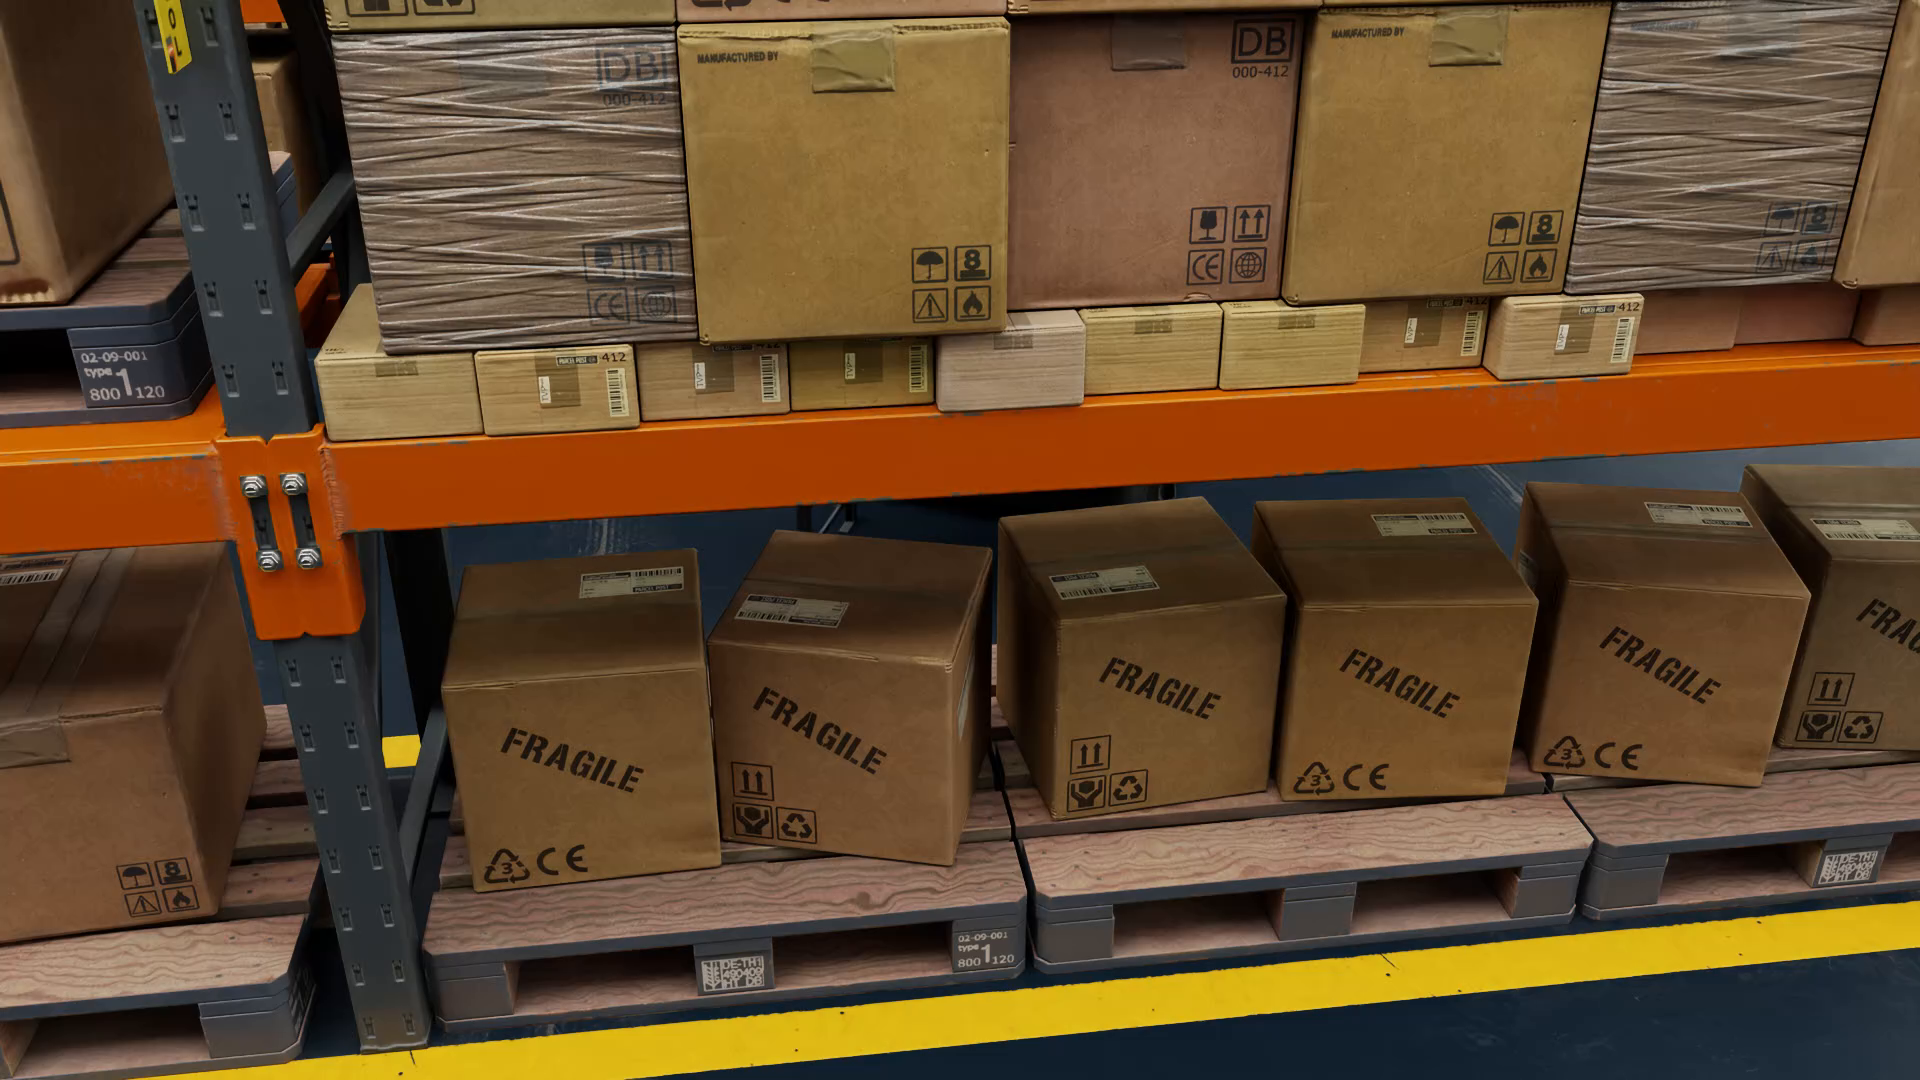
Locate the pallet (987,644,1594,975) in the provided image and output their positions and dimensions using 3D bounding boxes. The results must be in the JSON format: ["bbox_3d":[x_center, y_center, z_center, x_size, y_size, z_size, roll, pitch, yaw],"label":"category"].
[{"bbox_3d":[0.686,0.553,3.941,1.213,0.211,1.003,-4,27,-7],"label":"pallet"}]

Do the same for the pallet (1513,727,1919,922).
[{"bbox_3d":[1.891,0.477,4.090,1.213,0.211,1.003,-4,27,-7],"label":"pallet"}]

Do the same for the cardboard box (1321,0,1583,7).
[{"bbox_3d":[0.779,-1.186,2.745,0.500,0.500,0.500,-4,27,-7],"label":"cardboard box"}]

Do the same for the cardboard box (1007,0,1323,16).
[{"bbox_3d":[0.286,-1.149,2.674,0.500,0.500,0.500,-4,27,-7],"label":"cardboard box"}]

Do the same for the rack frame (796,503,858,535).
[{"bbox_3d":[-0.403,-0.624,4.824,0.032,1.500,0.500,6,28,12],"label":"rack frame"}]

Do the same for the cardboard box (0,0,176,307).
[{"bbox_3d":[-1.991,-1.016,2.828,1.000,1.000,1.000,-3,27,-7],"label":"cardboard box"}]

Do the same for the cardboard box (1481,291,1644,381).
[{"bbox_3d":[1.052,-0.438,3.094,0.250,0.149,0.380,-4,27,-7],"label":"cardboard box"}]

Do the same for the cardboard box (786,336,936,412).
[{"bbox_3d":[-0.191,-0.375,2.969,0.250,0.149,0.380,-4,27,-7],"label":"cardboard box"}]

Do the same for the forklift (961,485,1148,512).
[{"bbox_3d":[0.574,-2.017,5.970,1.130,2.935,3.031,10,29,19],"label":"forklift"}]

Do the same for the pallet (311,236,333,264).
[{"bbox_3d":[-2.530,-1.475,7.893,1.213,0.211,1.003,-4,27,-7],"label":"pallet"}]

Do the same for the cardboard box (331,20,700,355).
[{"bbox_3d":[-0.731,-0.727,2.947,0.500,0.500,0.875,-4,27,-7],"label":"cardboard box"}]

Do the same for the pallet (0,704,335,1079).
[{"bbox_3d":[-1.956,0.741,3.575,1.213,0.211,1.003,-4,27,-7],"label":"pallet"}]

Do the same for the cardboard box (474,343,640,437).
[{"bbox_3d":[-0.681,-0.326,2.875,0.250,0.149,0.380,-4,27,-7],"label":"cardboard box"}]

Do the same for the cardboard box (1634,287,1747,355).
[{"bbox_3d":[1.287,-0.494,3.203,0.250,0.149,0.380,-4,27,-7],"label":"cardboard box"}]

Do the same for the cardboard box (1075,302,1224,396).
[{"bbox_3d":[0.304,-0.407,3.032,0.250,0.149,0.380,-4,27,-7],"label":"cardboard box"}]

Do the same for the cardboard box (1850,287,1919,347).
[{"bbox_3d":[1.785,-0.517,3.248,0.250,0.149,0.380,-4,27,-7],"label":"cardboard box"}]

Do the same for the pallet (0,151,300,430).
[{"bbox_3d":[-1.962,-0.482,3.113,1.213,0.211,1.003,-4,27,-7],"label":"pallet"}]

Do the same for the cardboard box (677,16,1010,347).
[{"bbox_3d":[-0.231,-0.743,2.978,0.500,0.500,0.875,-4,27,-7],"label":"cardboard box"}]

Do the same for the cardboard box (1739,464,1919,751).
[{"bbox_3d":[2.155,0.153,3.944,0.500,0.500,0.500,1,27,2],"label":"cardboard box"}]

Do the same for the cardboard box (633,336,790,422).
[{"bbox_3d":[-0.437,-0.354,2.930,0.250,0.149,0.380,-4,27,-7],"label":"cardboard box"}]

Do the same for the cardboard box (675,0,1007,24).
[{"bbox_3d":[-0.209,-1.118,2.612,0.500,0.500,0.500,-4,27,-7],"label":"cardboard box"}]

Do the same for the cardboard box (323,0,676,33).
[{"bbox_3d":[-0.704,-1.085,2.549,0.500,0.500,0.500,-4,27,-7],"label":"cardboard box"}]

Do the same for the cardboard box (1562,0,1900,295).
[{"bbox_3d":[1.248,-0.860,3.206,0.500,0.500,0.875,-4,27,-7],"label":"cardboard box"}]

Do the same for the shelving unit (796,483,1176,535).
[{"bbox_3d":[0.091,-0.570,4.719,1.048,1.500,0.538,6,28,12],"label":"shelving unit"}]

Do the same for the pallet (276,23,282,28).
[{"bbox_3d":[-4.547,-3.660,12.152,1.213,0.211,1.003,-4,27,-7],"label":"pallet"}]

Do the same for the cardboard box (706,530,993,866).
[{"bbox_3d":[-0.217,0.328,3.603,0.500,0.500,0.500,5,28,9],"label":"cardboard box"}]

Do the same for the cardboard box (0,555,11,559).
[{"bbox_3d":[-2.271,0.418,3.407,0.500,0.500,0.700,-4,27,-7],"label":"cardboard box"}]

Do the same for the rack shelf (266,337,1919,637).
[{"bbox_3d":[0.795,-0.357,3.448,4.000,0.370,1.077,-4,27,-7],"label":"rack shelf"}]

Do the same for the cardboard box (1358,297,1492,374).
[{"bbox_3d":[0.794,-0.454,3.124,0.250,0.149,0.380,-4,27,-7],"label":"cardboard box"}]

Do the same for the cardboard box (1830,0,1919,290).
[{"bbox_3d":[1.749,-0.873,3.230,0.500,0.500,0.875,-4,27,-7],"label":"cardboard box"}]

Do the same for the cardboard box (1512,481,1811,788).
[{"bbox_3d":[1.568,0.207,3.840,0.500,0.500,0.500,3,27,6],"label":"cardboard box"}]

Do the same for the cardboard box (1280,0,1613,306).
[{"bbox_3d":[0.751,-0.834,3.154,0.500,0.500,0.875,-4,27,-7],"label":"cardboard box"}]

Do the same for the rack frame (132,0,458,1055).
[{"bbox_3d":[-1.185,-0.550,3.036,0.127,3.000,1.000,-4,27,-7],"label":"rack frame"}]

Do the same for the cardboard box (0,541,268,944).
[{"bbox_3d":[-1.796,0.396,3.449,0.500,0.500,0.700,-6,28,-11],"label":"cardboard box"}]

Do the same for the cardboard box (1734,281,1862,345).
[{"bbox_3d":[1.531,-0.520,3.253,0.250,0.149,0.380,-4,27,-7],"label":"cardboard box"}]

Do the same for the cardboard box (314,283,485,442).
[{"bbox_3d":[-0.930,-0.316,2.855,0.250,0.149,0.380,-4,27,-7],"label":"cardboard box"}]

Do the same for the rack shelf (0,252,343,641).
[{"bbox_3d":[-3.166,-0.103,2.952,4.000,0.370,1.077,-4,27,-7],"label":"rack shelf"}]

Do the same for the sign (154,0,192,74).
[{"bbox_3d":[-1.104,-0.814,2.283,0.005,0.325,0.100,-4,27,-7],"label":"sign"}]

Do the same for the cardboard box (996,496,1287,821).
[{"bbox_3d":[0.386,0.253,3.749,0.500,0.500,0.500,-6,28,-12],"label":"cardboard box"}]

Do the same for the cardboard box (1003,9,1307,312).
[{"bbox_3d":[0.250,-0.821,3.128,0.500,0.500,0.875,-4,27,-7],"label":"cardboard box"}]

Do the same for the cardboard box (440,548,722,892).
[{"bbox_3d":[-0.784,0.368,3.525,0.500,0.500,0.500,-4,28,-9],"label":"cardboard box"}]

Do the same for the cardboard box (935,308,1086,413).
[{"bbox_3d":[0.062,-0.372,2.964,0.250,0.149,0.380,-4,27,-7],"label":"cardboard box"}]

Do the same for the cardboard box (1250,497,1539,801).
[{"bbox_3d":[0.945,0.238,3.779,0.500,0.500,0.500,-1,27,-2],"label":"cardboard box"}]

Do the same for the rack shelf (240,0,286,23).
[{"bbox_3d":[-3.757,-2.351,7.335,4.000,0.370,1.077,-4,27,-7],"label":"rack shelf"}]

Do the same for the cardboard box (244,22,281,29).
[{"bbox_3d":[-5.236,-3.875,11.935,0.625,0.372,0.950,-4,27,-8],"label":"cardboard box"}]

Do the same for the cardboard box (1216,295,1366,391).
[{"bbox_3d":[0.553,-0.417,3.053,0.250,0.149,0.380,-4,27,-7],"label":"cardboard box"}]

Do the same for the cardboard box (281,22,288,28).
[{"bbox_3d":[-4.485,-3.921,12.024,0.625,0.372,0.950,-3,27,-5],"label":"cardboard box"}]

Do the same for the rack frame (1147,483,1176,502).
[{"bbox_3d":[0.585,-0.516,4.613,0.032,1.500,0.500,6,28,12],"label":"rack frame"}]

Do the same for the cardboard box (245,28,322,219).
[{"bbox_3d":[-3.334,-1.845,7.564,0.750,0.750,1.050,-4,27,-7],"label":"cardboard box"}]

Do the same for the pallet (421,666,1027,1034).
[{"bbox_3d":[-0.525,0.632,3.787,1.213,0.211,1.003,-4,27,-7],"label":"pallet"}]
